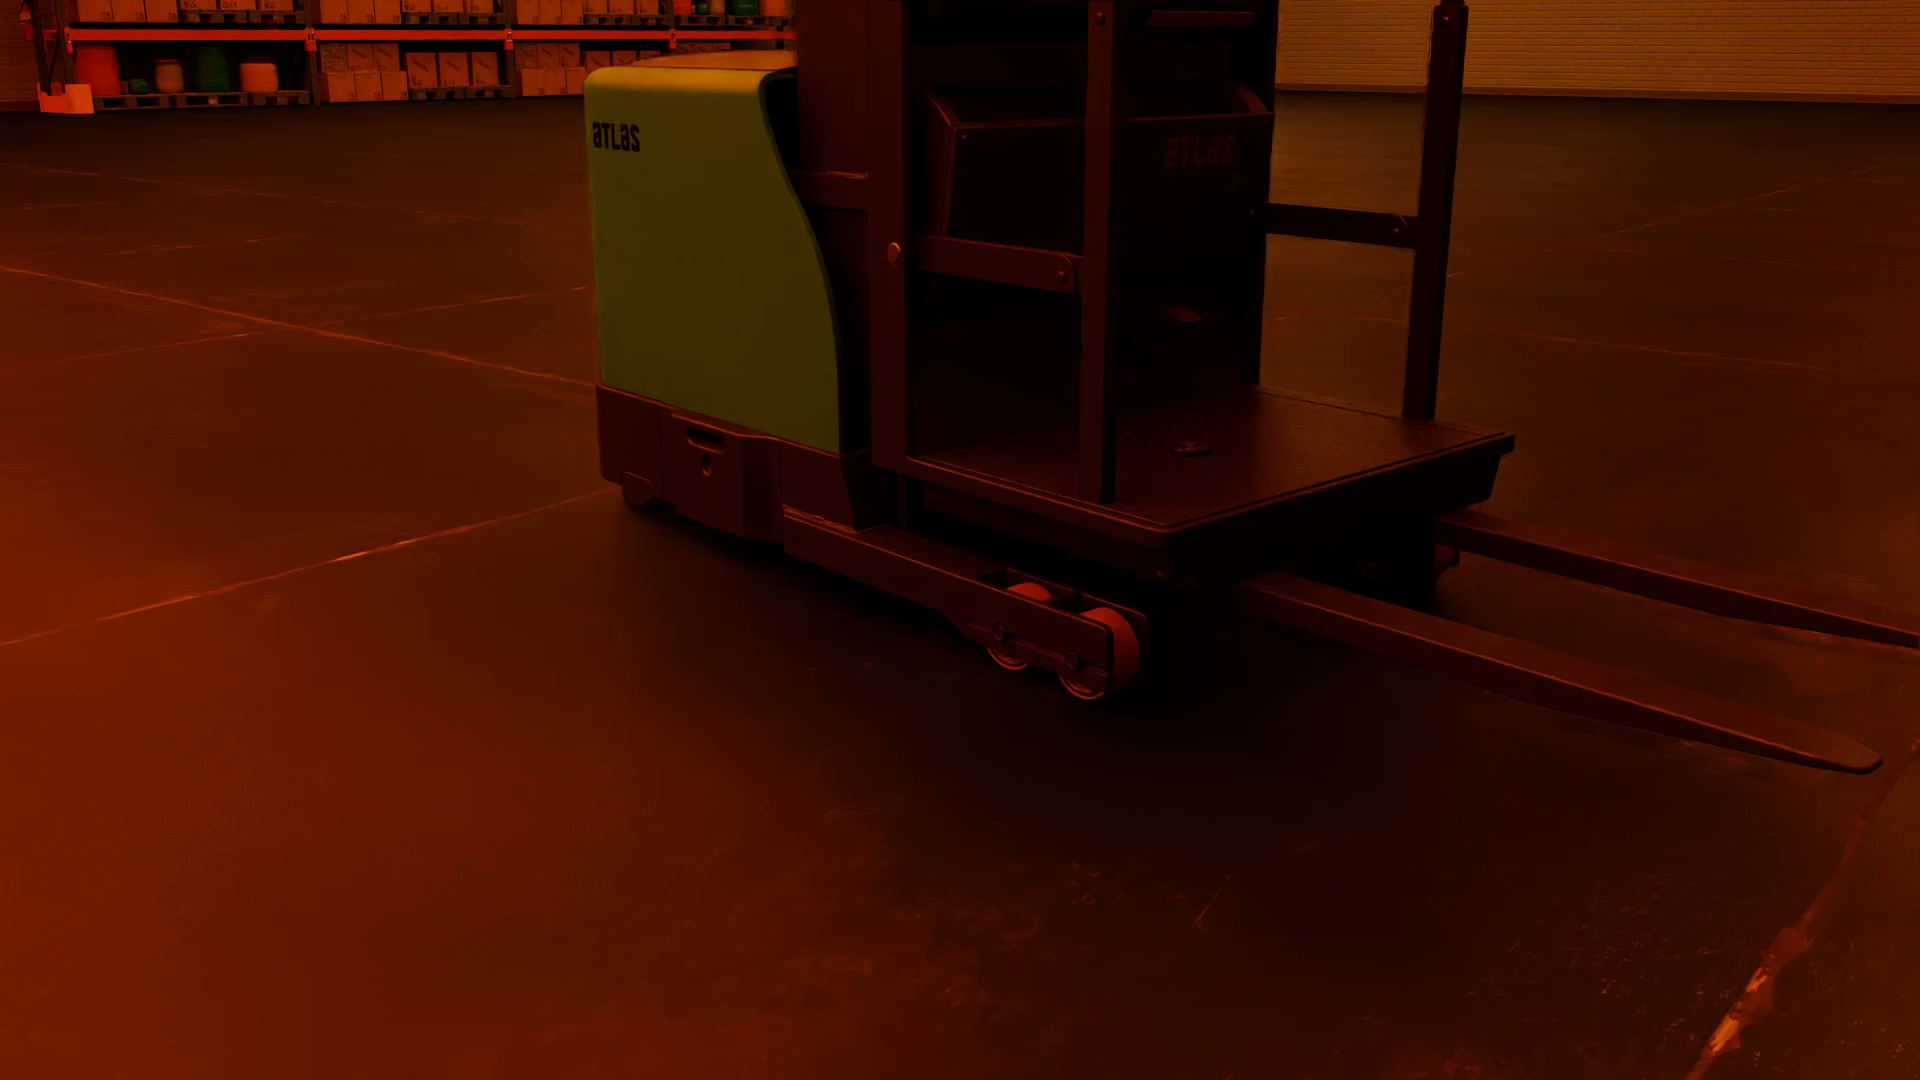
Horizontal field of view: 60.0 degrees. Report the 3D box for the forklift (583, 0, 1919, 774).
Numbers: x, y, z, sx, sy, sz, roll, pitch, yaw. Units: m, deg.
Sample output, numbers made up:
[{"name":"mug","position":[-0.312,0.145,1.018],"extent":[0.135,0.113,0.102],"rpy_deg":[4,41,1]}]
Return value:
[{"name":"forklift","position":[0.433,-1.280,3.113],"extent":[1.130,2.935,3.031],"rpy_deg":[-14,22,-39]}]
